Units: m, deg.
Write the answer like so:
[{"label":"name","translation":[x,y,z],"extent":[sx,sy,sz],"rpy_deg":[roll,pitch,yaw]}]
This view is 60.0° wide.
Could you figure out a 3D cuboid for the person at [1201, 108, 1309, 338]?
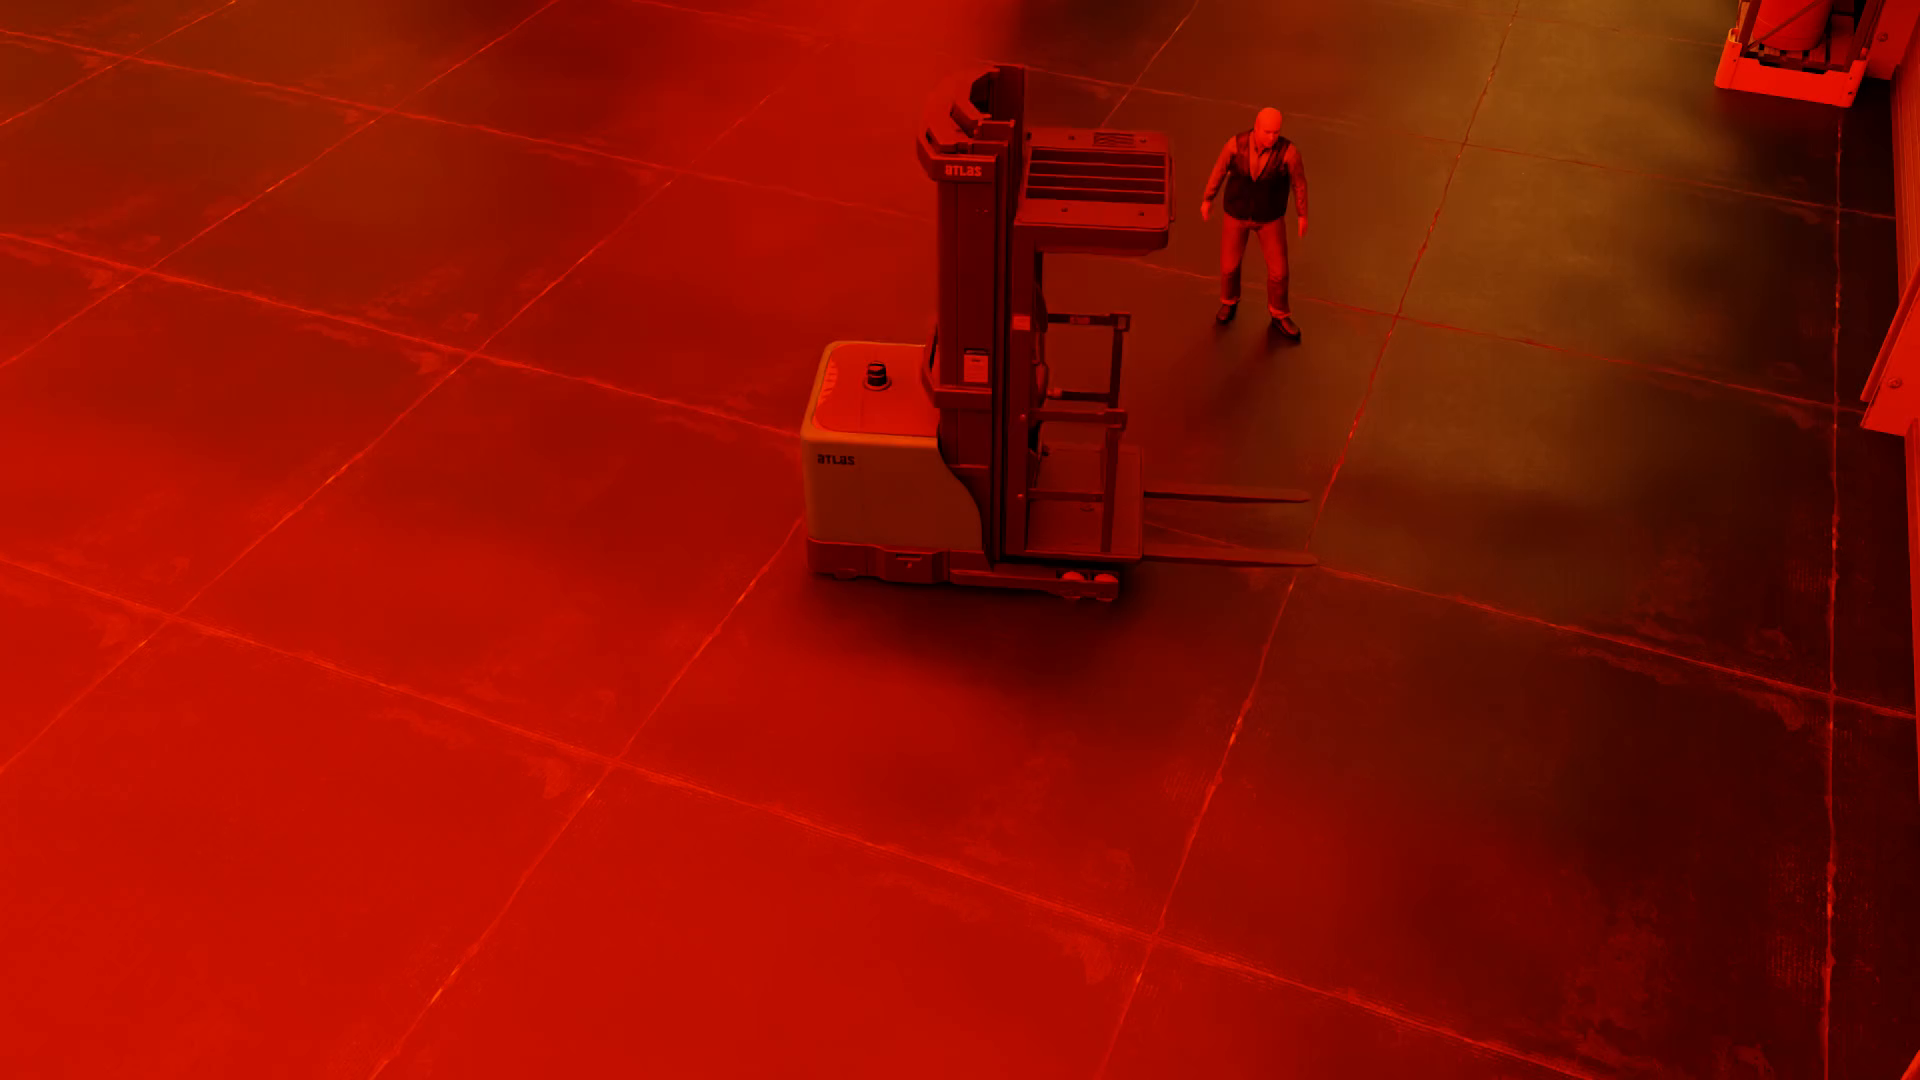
[{"label":"person","translation":[2.100,-2.273,11.692],"extent":[0.840,1.693,0.386],"rpy_deg":[10,41,12]}]

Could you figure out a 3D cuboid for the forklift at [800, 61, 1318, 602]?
[{"label":"forklift","translation":[0.628,-1.119,9.343],"extent":[3.031,2.935,1.130],"rpy_deg":[4,40,4]}]
